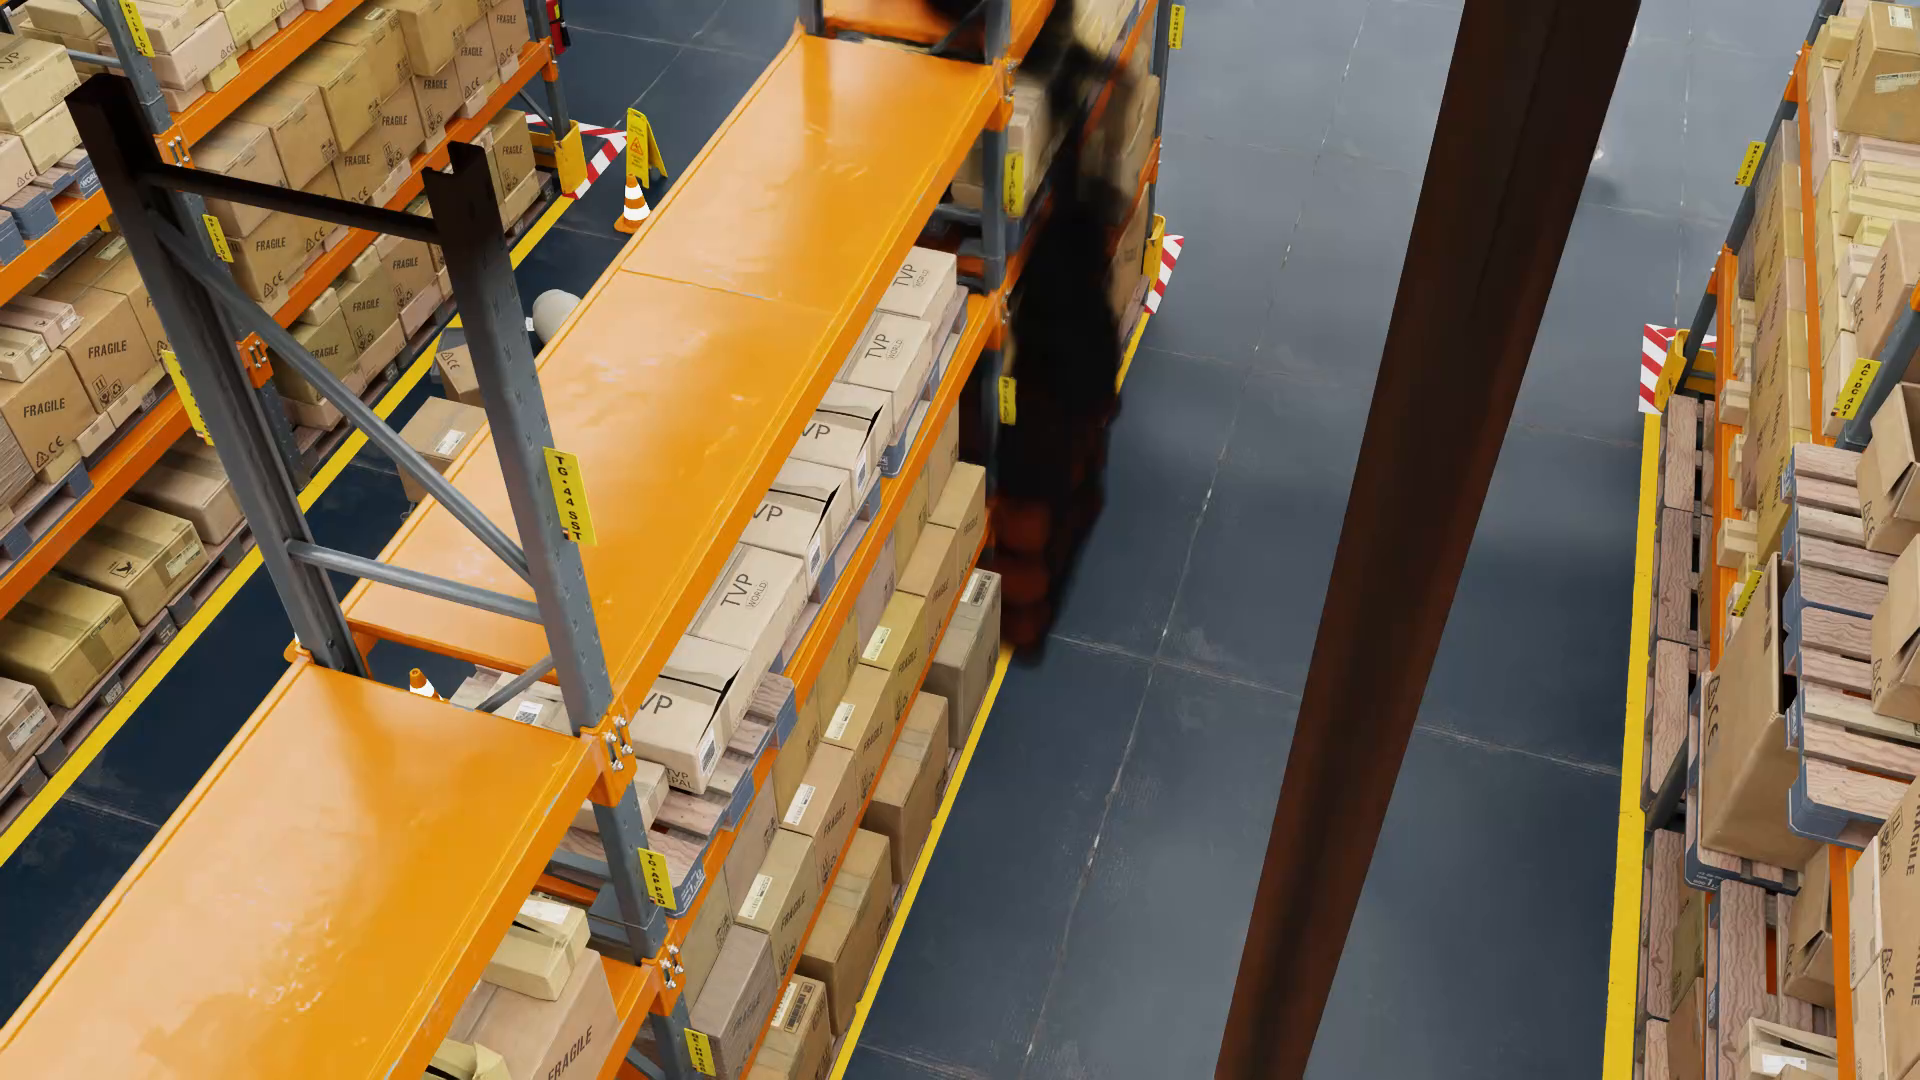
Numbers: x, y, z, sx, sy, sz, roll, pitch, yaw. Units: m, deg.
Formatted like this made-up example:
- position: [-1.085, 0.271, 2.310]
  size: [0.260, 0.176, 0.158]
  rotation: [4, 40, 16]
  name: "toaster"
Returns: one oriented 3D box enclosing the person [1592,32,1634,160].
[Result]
- position: [5.187, -3.876, 13.804]
  size: [0.524, 1.613, 0.813]
  rotation: [-20, 49, -18]
  name: "person"
